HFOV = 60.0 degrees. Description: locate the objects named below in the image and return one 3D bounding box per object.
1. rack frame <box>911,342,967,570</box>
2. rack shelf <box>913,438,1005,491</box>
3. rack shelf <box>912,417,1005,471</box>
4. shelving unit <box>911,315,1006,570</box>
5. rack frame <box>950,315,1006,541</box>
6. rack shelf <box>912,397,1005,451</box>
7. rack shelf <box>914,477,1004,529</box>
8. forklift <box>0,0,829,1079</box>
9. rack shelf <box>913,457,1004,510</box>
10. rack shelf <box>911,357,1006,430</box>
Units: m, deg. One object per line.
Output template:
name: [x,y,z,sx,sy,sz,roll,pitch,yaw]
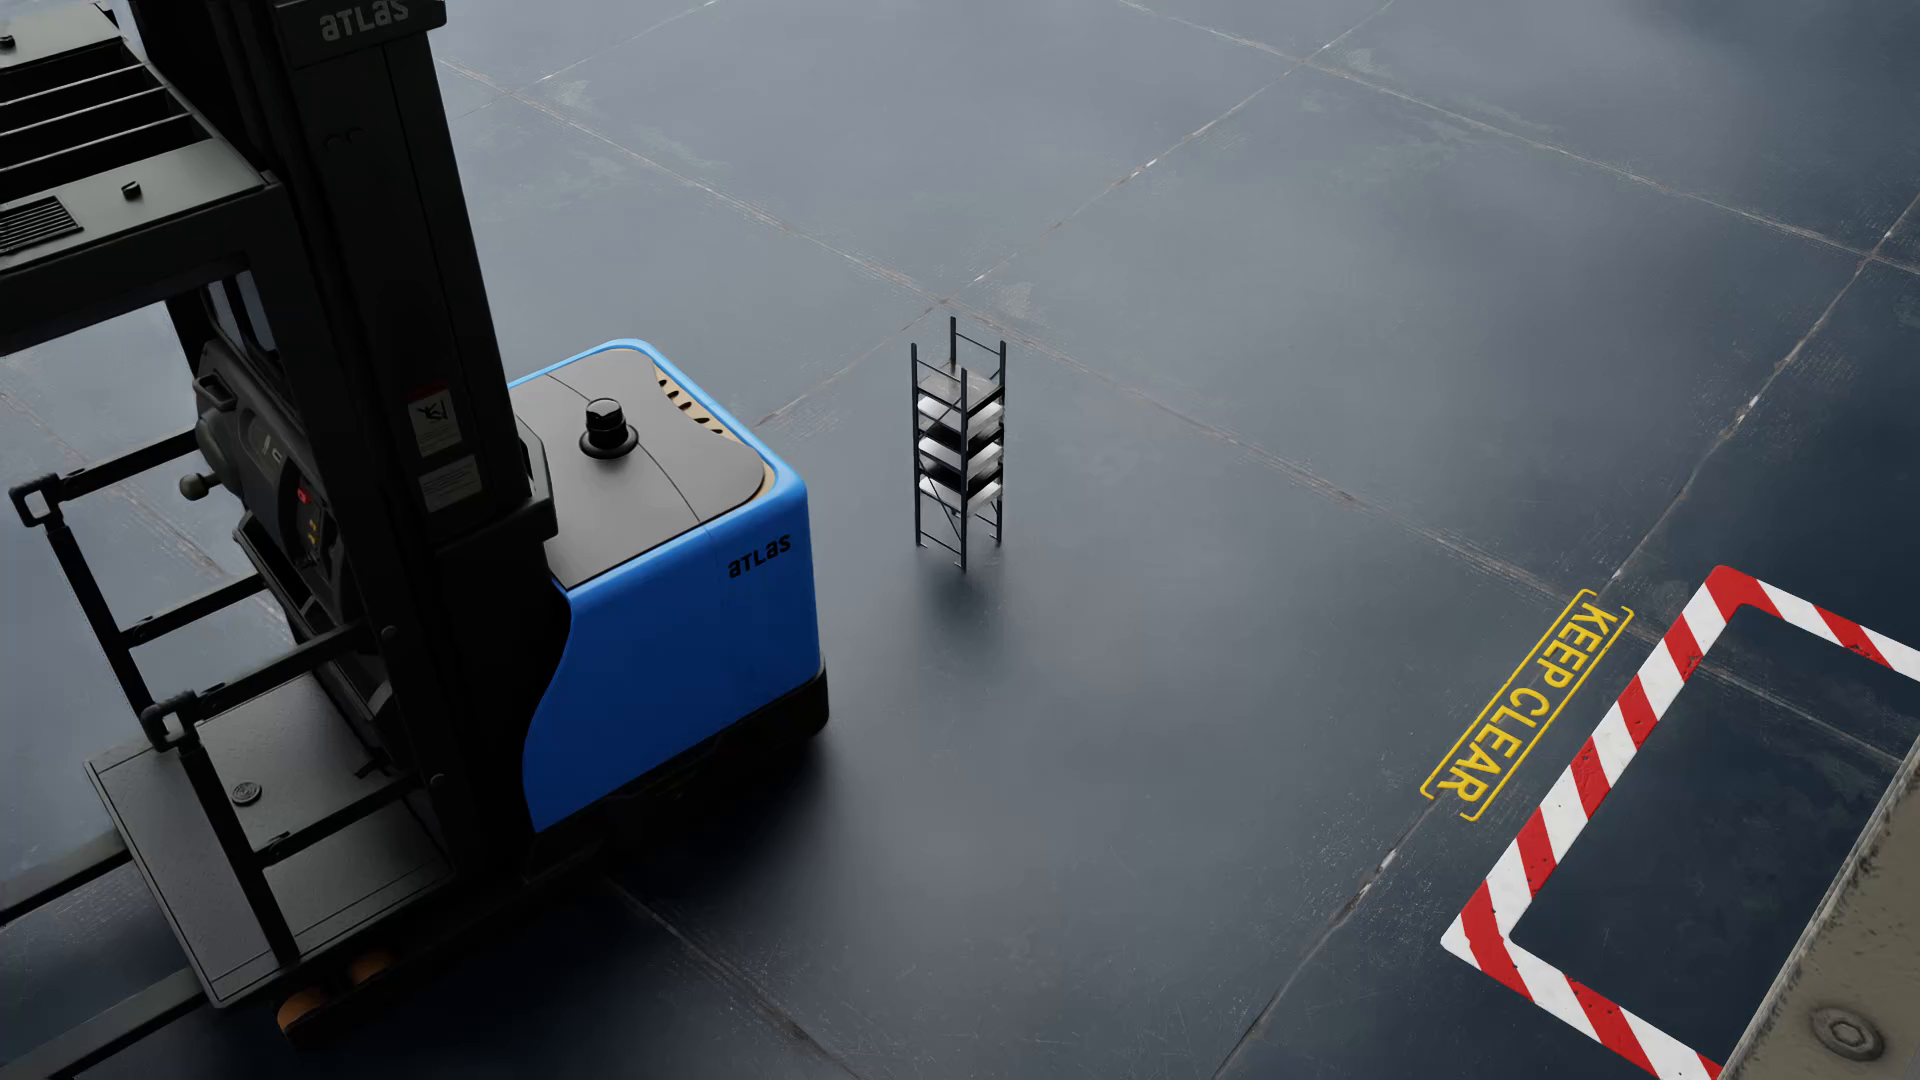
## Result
rack frame: [-0.071,-0.276,5.806,0.240,0.900,0.006,29,50,28]
rack shelf: [-0.005,-0.304,5.886,0.258,0.077,0.200,29,50,28]
rack shelf: [-0.005,-0.371,5.826,0.258,0.077,0.200,29,50,28]
shelving unit: [-0.005,-0.329,5.864,0.258,0.900,0.210,29,50,28]
rack frame: [0.060,-0.381,5.921,0.240,0.900,0.006,29,50,28]
rack shelf: [-0.005,-0.437,5.765,0.258,0.077,0.200,29,50,28]
rack shelf: [-0.005,-0.171,6.007,0.258,0.077,0.200,29,50,28]
forklift: [-1.892,-0.085,4.086,3.031,2.935,1.130,-28,49,-28]
rack shelf: [-0.005,-0.238,5.947,0.258,0.077,0.200,29,50,28]
rack shelf: [-0.005,-0.504,5.705,0.258,0.077,0.200,29,50,28]
